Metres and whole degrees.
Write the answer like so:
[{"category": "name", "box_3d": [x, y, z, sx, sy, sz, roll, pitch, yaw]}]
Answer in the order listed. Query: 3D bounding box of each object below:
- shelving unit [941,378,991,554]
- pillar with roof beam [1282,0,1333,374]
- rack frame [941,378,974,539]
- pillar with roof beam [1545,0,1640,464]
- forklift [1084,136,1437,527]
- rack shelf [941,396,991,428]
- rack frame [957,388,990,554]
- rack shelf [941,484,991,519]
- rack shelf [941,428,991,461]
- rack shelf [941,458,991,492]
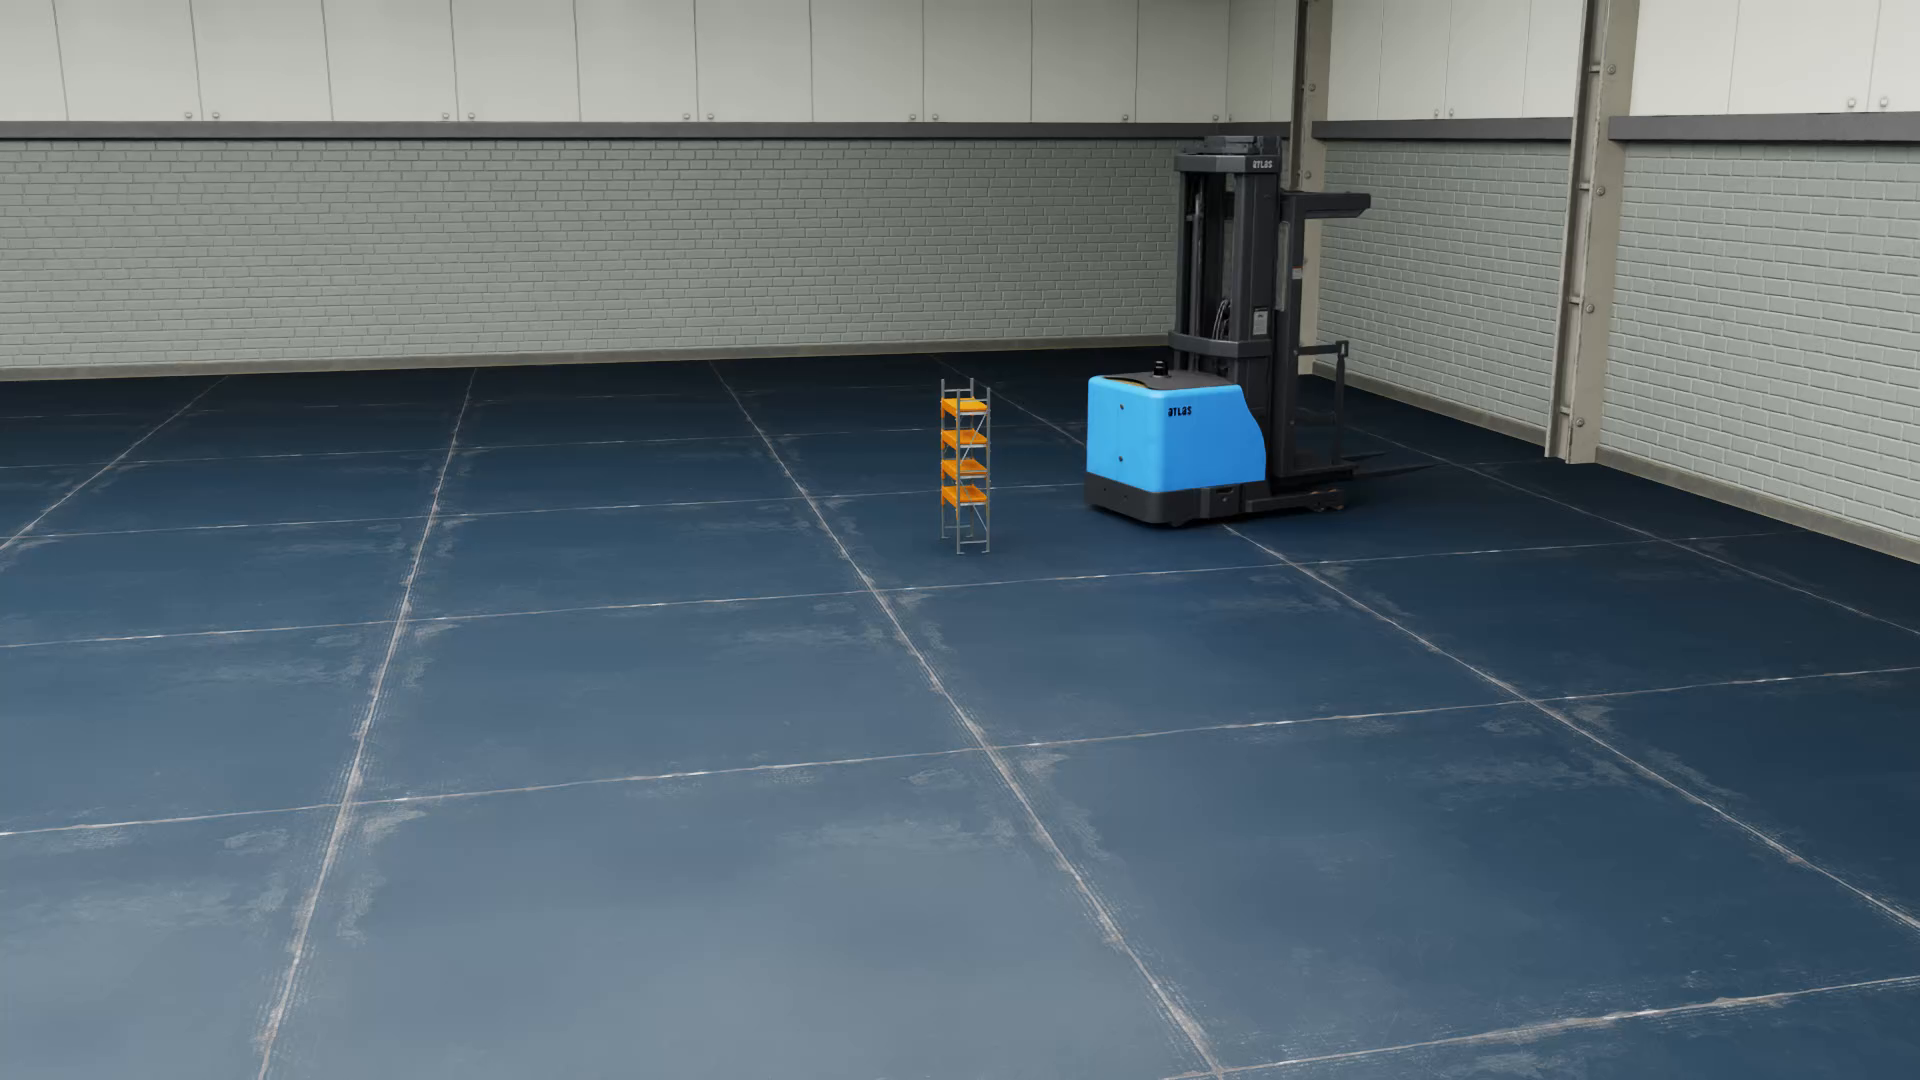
[{"category": "shelving unit", "box_3d": [0.039, -0.545, 12.128, 0.258, 1.200, 0.503, -3, 14, -13]}, {"category": "pillar with roof beam", "box_3d": [0.106, -6.270, 19.132, 9.100, 9.000, 0.400, -3, 14, -13]}, {"category": "rack frame", "box_3d": [-0.018, -0.601, 12.359, 0.240, 1.200, 0.015, -3, 14, -13]}, {"category": "pillar with roof beam", "box_3d": [1.515, -4.886, 13.466, 9.100, 9.000, 0.400, -3, 14, -13]}, {"category": "forklift", "box_3d": [2.554, -1.749, 13.409, 3.031, 2.935, 1.130, -7, 15, -27]}, {"category": "rack shelf", "box_3d": [0.039, -0.926, 12.035, 0.258, 0.148, 0.480, -3, 14, -13]}, {"category": "rack frame", "box_3d": [0.096, -0.488, 11.898, 0.240, 1.200, 0.015, -3, 14, -13]}, {"category": "rack shelf", "box_3d": [0.039, -0.286, 12.191, 0.258, 0.148, 0.480, -3, 14, -13]}, {"category": "rack shelf", "box_3d": [0.039, -0.697, 12.091, 0.258, 0.148, 0.480, -3, 14, -13]}, {"category": "rack shelf", "box_3d": [0.039, -0.479, 12.144, 0.258, 0.148, 0.480, -3, 14, -13]}]
